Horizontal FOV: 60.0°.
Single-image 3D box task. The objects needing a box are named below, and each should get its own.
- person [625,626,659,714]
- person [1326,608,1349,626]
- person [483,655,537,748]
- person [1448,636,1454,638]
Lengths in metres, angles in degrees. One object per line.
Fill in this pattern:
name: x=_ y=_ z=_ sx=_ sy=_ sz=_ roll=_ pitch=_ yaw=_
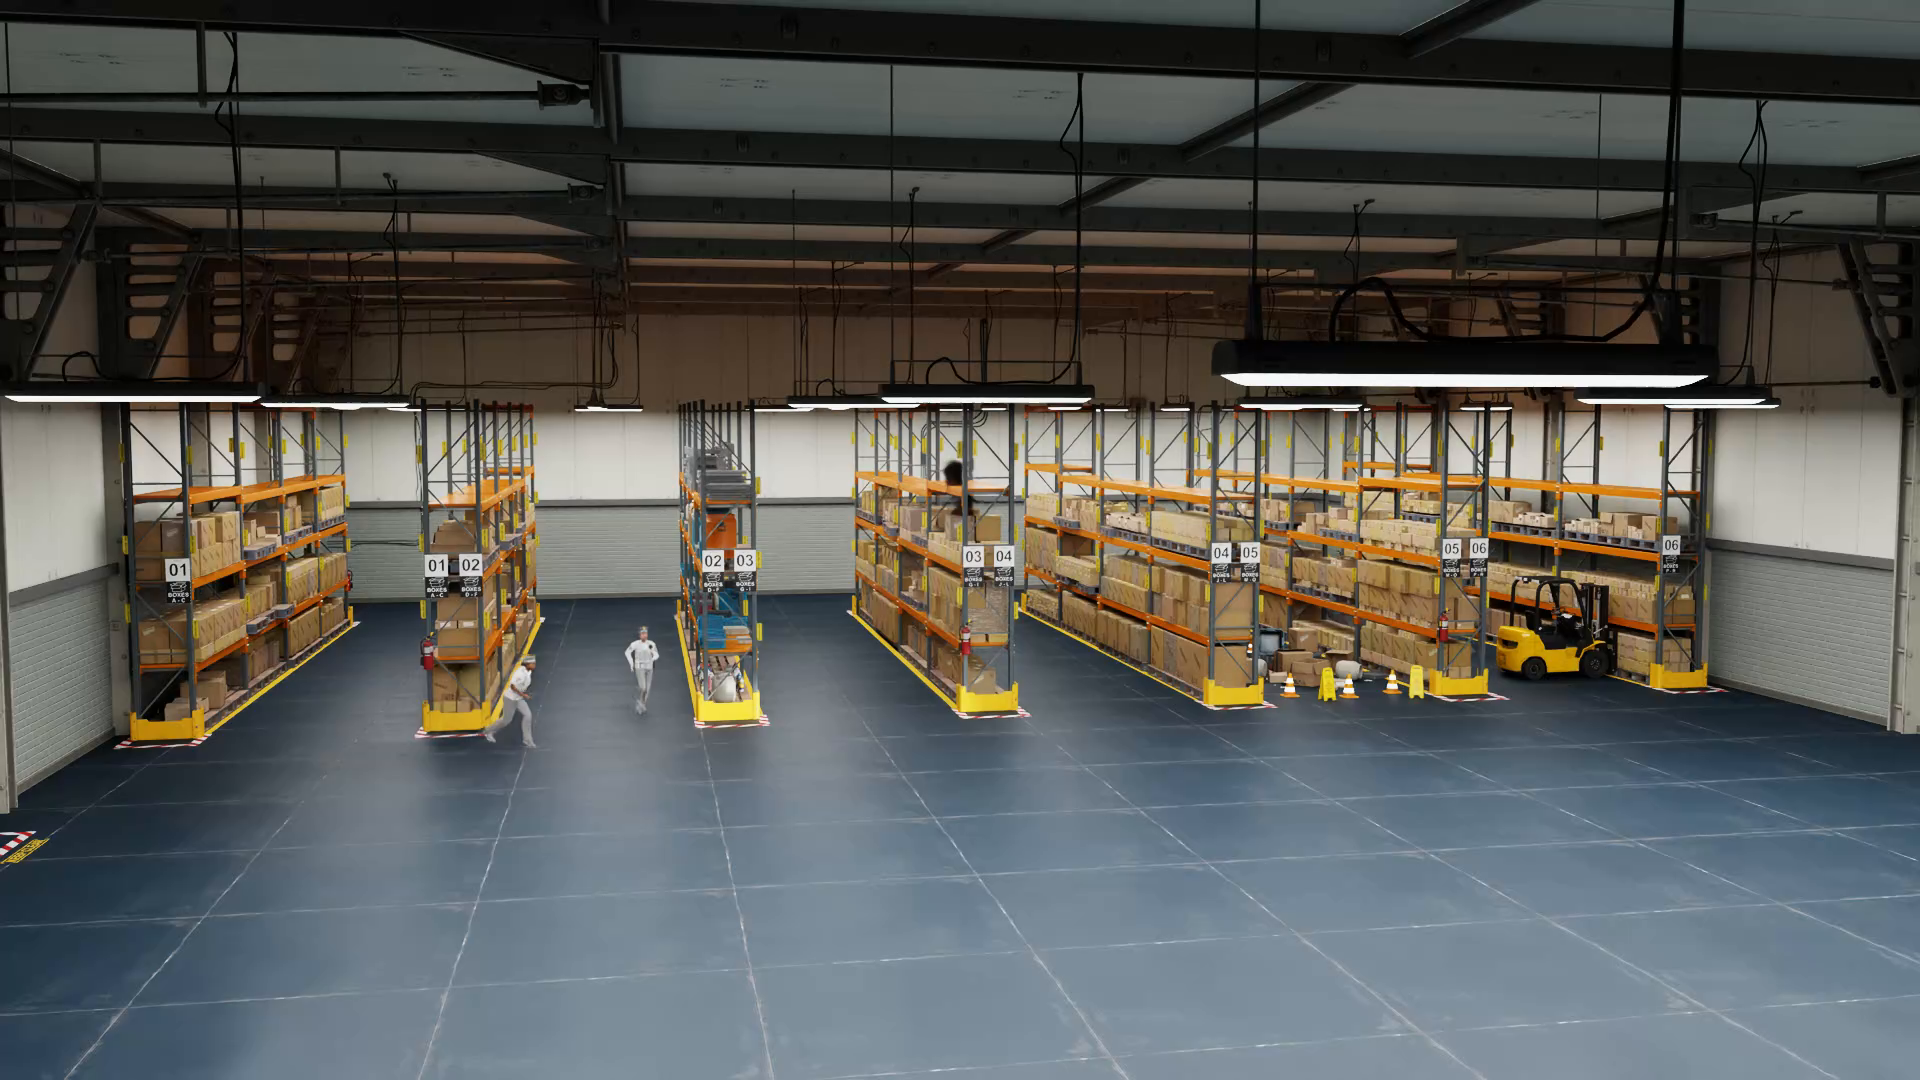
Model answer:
person: x=-6.045 y=2.478 z=31.781 sx=0.602 sy=1.679 sz=0.633 roll=-2 pitch=5 yaw=-25
person: x=9.975 y=1.584 z=43.969 sx=0.632 sy=1.637 sz=0.938 roll=-2 pitch=5 yaw=-21
person: x=-7.753 y=2.788 z=28.653 sx=0.977 sy=1.629 sz=0.607 roll=0 pitch=4 yaw=4
person: x=11.848 y=1.844 z=41.016 sx=0.531 sy=1.567 sz=0.898 roll=-2 pitch=5 yaw=-26
